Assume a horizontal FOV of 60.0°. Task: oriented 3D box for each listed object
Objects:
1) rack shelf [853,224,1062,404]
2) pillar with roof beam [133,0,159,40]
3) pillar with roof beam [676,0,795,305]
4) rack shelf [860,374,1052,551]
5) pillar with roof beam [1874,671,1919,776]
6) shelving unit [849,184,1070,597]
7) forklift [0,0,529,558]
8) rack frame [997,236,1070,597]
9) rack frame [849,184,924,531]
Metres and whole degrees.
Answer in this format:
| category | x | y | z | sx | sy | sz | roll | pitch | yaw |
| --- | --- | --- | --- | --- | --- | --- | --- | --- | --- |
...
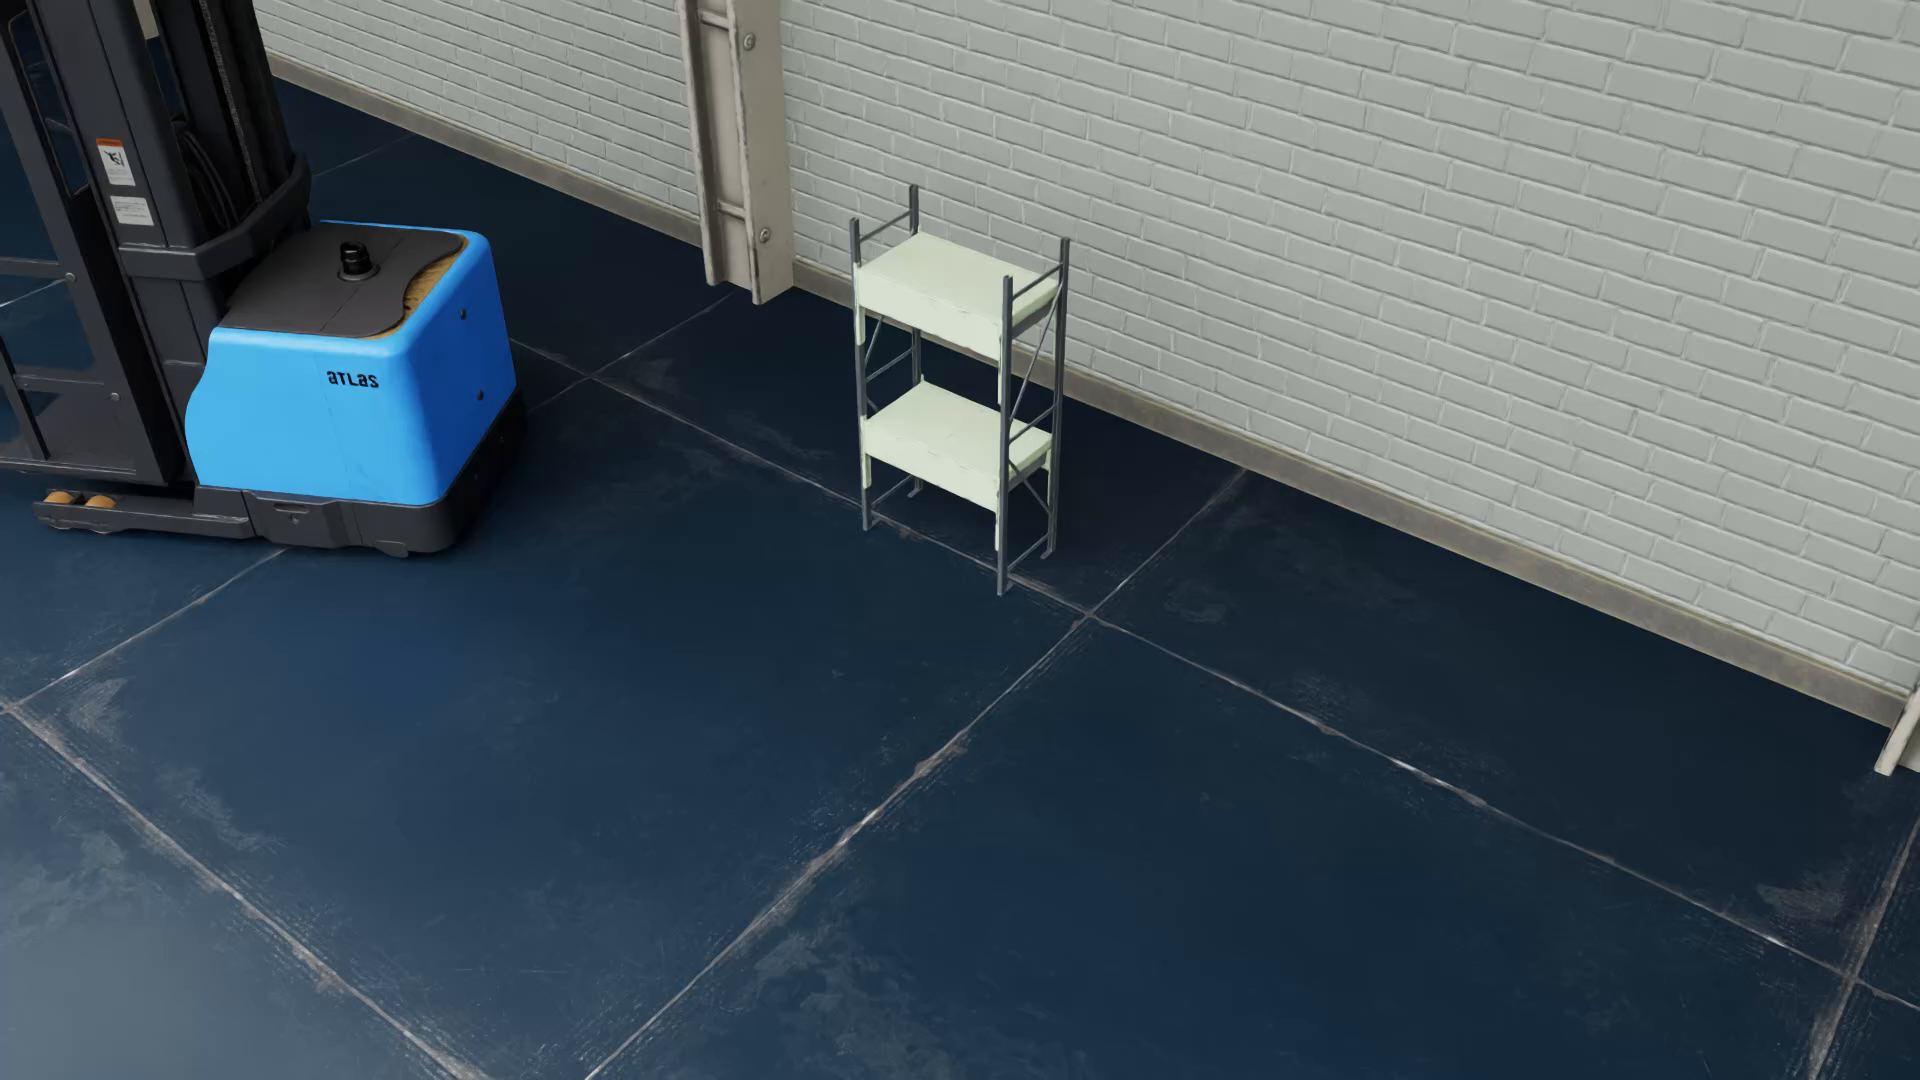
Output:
| category | x | y | z | sx | sy | sz | roll | pitch | yaw |
| --- | --- | --- | --- | --- | --- | --- | --- | --- | --- |
| rack shelf | -0.005 | -0.900 | 6.550 | 0.720 | 0.370 | 0.431 | 25 | 45 | 29 |
| pillar with roof beam | -8.512 | -5.078 | 6.436 | 0.400 | 9.000 | 9.100 | 25 | 45 | 29 |
| pillar with roof beam | -3.746 | -2.831 | 3.566 | 0.400 | 9.000 | 9.100 | 25 | 45 | 29 |
| rack shelf | -0.005 | -0.336 | 6.992 | 0.720 | 0.370 | 0.431 | 25 | 45 | 29 |
| pillar with roof beam | 1.020 | -0.584 | 0.696 | 0.400 | 9.000 | 9.100 | 25 | 45 | 29 |
| shelving unit | -0.005 | -0.593 | 6.791 | 0.755 | 1.500 | 0.431 | 25 | 45 | 29 |
| forklift | -3.588 | -1.497 | 6.785 | 3.031 | 2.935 | 1.130 | 5 | 38 | 7 |
| rack frame | 0.285 | -0.456 | 6.616 | 0.023 | 1.500 | 0.400 | 25 | 45 | 29 |
| rack frame | -0.296 | -0.730 | 6.966 | 0.023 | 1.500 | 0.400 | 25 | 45 | 29 |
